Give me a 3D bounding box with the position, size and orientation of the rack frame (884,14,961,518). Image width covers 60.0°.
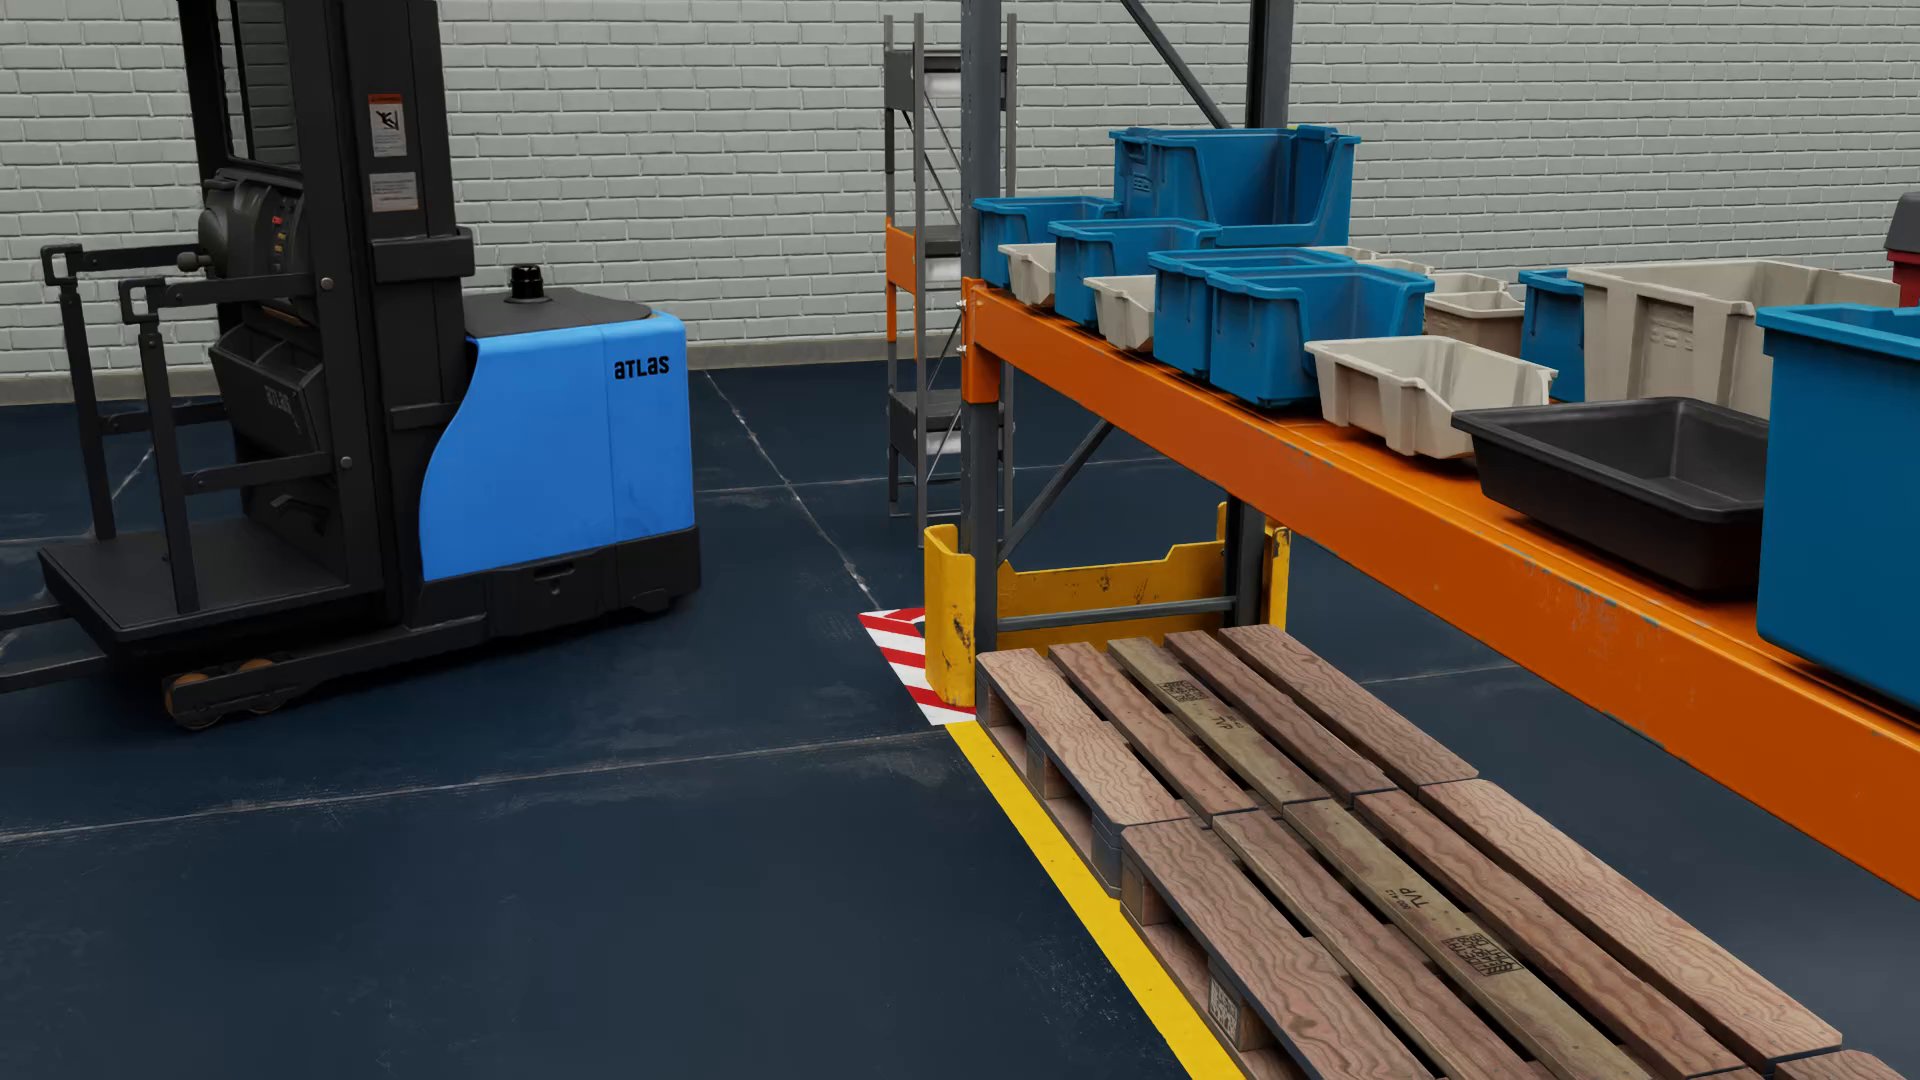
[{"bbox_3d":[-0.113,-1.119,7.027,0.400,2.100,0.015,-5,17,-15],"label":"rack frame"}]

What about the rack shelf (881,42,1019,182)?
[{"bbox_3d":[-0.045,-1.709,6.605,0.431,0.518,0.480,-5,17,-15],"label":"rack shelf"}]

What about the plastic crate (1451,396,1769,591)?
[{"bbox_3d":[1.032,-0.073,2.357,0.437,0.125,0.590,-5,17,-15],"label":"plastic crate"}]

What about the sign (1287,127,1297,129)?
[{"bbox_3d":[1.023,-1.121,5.185,0.100,0.325,0.005,-5,17,-15],"label":"sign"}]

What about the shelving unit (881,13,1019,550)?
[{"bbox_3d":[-0.045,-1.051,6.802,0.431,2.100,0.503,-5,17,-15],"label":"shelving unit"}]

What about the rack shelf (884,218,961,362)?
[{"bbox_3d":[-0.045,-1.038,6.806,0.431,0.518,0.480,-5,17,-15],"label":"rack shelf"}]

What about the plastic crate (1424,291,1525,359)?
[{"bbox_3d":[1.162,-0.449,3.587,0.298,0.136,0.250,-5,17,-15],"label":"plastic crate"}]

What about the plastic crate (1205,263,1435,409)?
[{"bbox_3d":[0.694,-0.402,3.262,0.416,0.233,0.300,-5,17,-15],"label":"plastic crate"}]

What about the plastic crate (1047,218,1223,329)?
[{"bbox_3d":[0.431,-0.667,4.144,0.416,0.233,0.300,-5,17,-15],"label":"plastic crate"}]

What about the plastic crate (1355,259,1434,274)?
[{"bbox_3d":[0.963,-0.604,4.104,0.396,0.136,0.243,-5,17,-15],"label":"plastic crate"}]

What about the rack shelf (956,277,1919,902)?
[{"bbox_3d":[1.048,-0.097,3.311,1.077,0.370,4.000,-5,17,-15],"label":"rack shelf"}]

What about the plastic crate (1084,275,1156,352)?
[{"bbox_3d":[0.445,-0.520,3.823,0.250,0.136,0.298,-5,17,-15],"label":"plastic crate"}]

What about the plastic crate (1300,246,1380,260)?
[{"bbox_3d":[0.897,-0.686,4.375,0.396,0.136,0.243,-5,17,-15],"label":"plastic crate"}]

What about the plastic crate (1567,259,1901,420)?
[{"bbox_3d":[1.356,-0.297,2.829,0.437,0.282,0.530,-5,17,-15],"label":"plastic crate"}]

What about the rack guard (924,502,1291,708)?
[{"bbox_3d":[0.480,0.197,5.427,1.175,0.500,0.348,-5,17,-15],"label":"rack guard"}]

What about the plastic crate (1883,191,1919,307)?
[{"bbox_3d":[1.594,-0.214,2.236,0.402,0.464,0.583,-5,17,-15],"label":"plastic crate"}]

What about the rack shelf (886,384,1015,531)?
[{"bbox_3d":[-0.045,-0.368,7.008,0.431,0.518,0.480,-5,17,-15],"label":"rack shelf"}]

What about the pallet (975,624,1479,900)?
[{"bbox_3d":[0.688,0.572,4.681,1.003,0.211,1.213,-5,17,-15],"label":"pallet"}]

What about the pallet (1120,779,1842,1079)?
[{"bbox_3d":[1.020,0.909,3.559,1.003,0.211,1.213,-5,17,-15],"label":"pallet"}]

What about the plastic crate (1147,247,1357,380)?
[{"bbox_3d":[0.612,-0.485,3.538,0.416,0.233,0.300,-5,17,-15],"label":"plastic crate"}]

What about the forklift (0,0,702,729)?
[{"bbox_3d":[-2.416,-1.001,5.190,3.031,2.935,1.130,-13,21,-37],"label":"forklift"}]

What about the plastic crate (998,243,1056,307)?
[{"bbox_3d":[0.259,-0.707,4.447,0.250,0.136,0.298,-5,17,-15],"label":"plastic crate"}]

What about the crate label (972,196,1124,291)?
[{"bbox_3d":[0.250,-0.849,4.750,0.416,0.233,0.303,-5,17,-15],"label":"crate label"}]

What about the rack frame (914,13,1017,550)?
[{"bbox_3d":[0.022,-0.984,6.578,0.400,2.100,0.015,-5,17,-15],"label":"rack frame"}]

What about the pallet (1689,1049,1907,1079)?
[{"bbox_3d":[1.359,1.247,2.434,1.003,0.211,1.213,-5,17,-15],"label":"pallet"}]

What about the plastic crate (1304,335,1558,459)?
[{"bbox_3d":[0.831,-0.248,2.919,0.293,0.136,0.466,-5,17,-15],"label":"plastic crate"}]

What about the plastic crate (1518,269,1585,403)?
[{"bbox_3d":[1.310,-0.395,3.241,0.416,0.233,0.300,-5,17,-15],"label":"plastic crate"}]

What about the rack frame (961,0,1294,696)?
[{"bbox_3d":[0.499,-0.995,5.049,1.000,3.000,0.127,-5,17,-15],"label":"rack frame"}]

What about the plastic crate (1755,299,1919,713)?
[{"bbox_3d":[1.142,-0.011,1.699,0.392,0.384,0.575,-5,17,-15],"label":"plastic crate"}]

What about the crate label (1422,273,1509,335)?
[{"bbox_3d":[1.063,-0.529,3.854,0.396,0.136,0.243,-5,17,-15],"label":"crate label"}]

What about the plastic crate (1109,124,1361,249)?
[{"bbox_3d":[0.770,-0.962,4.776,0.616,0.435,0.499,-5,17,-15],"label":"plastic crate"}]
